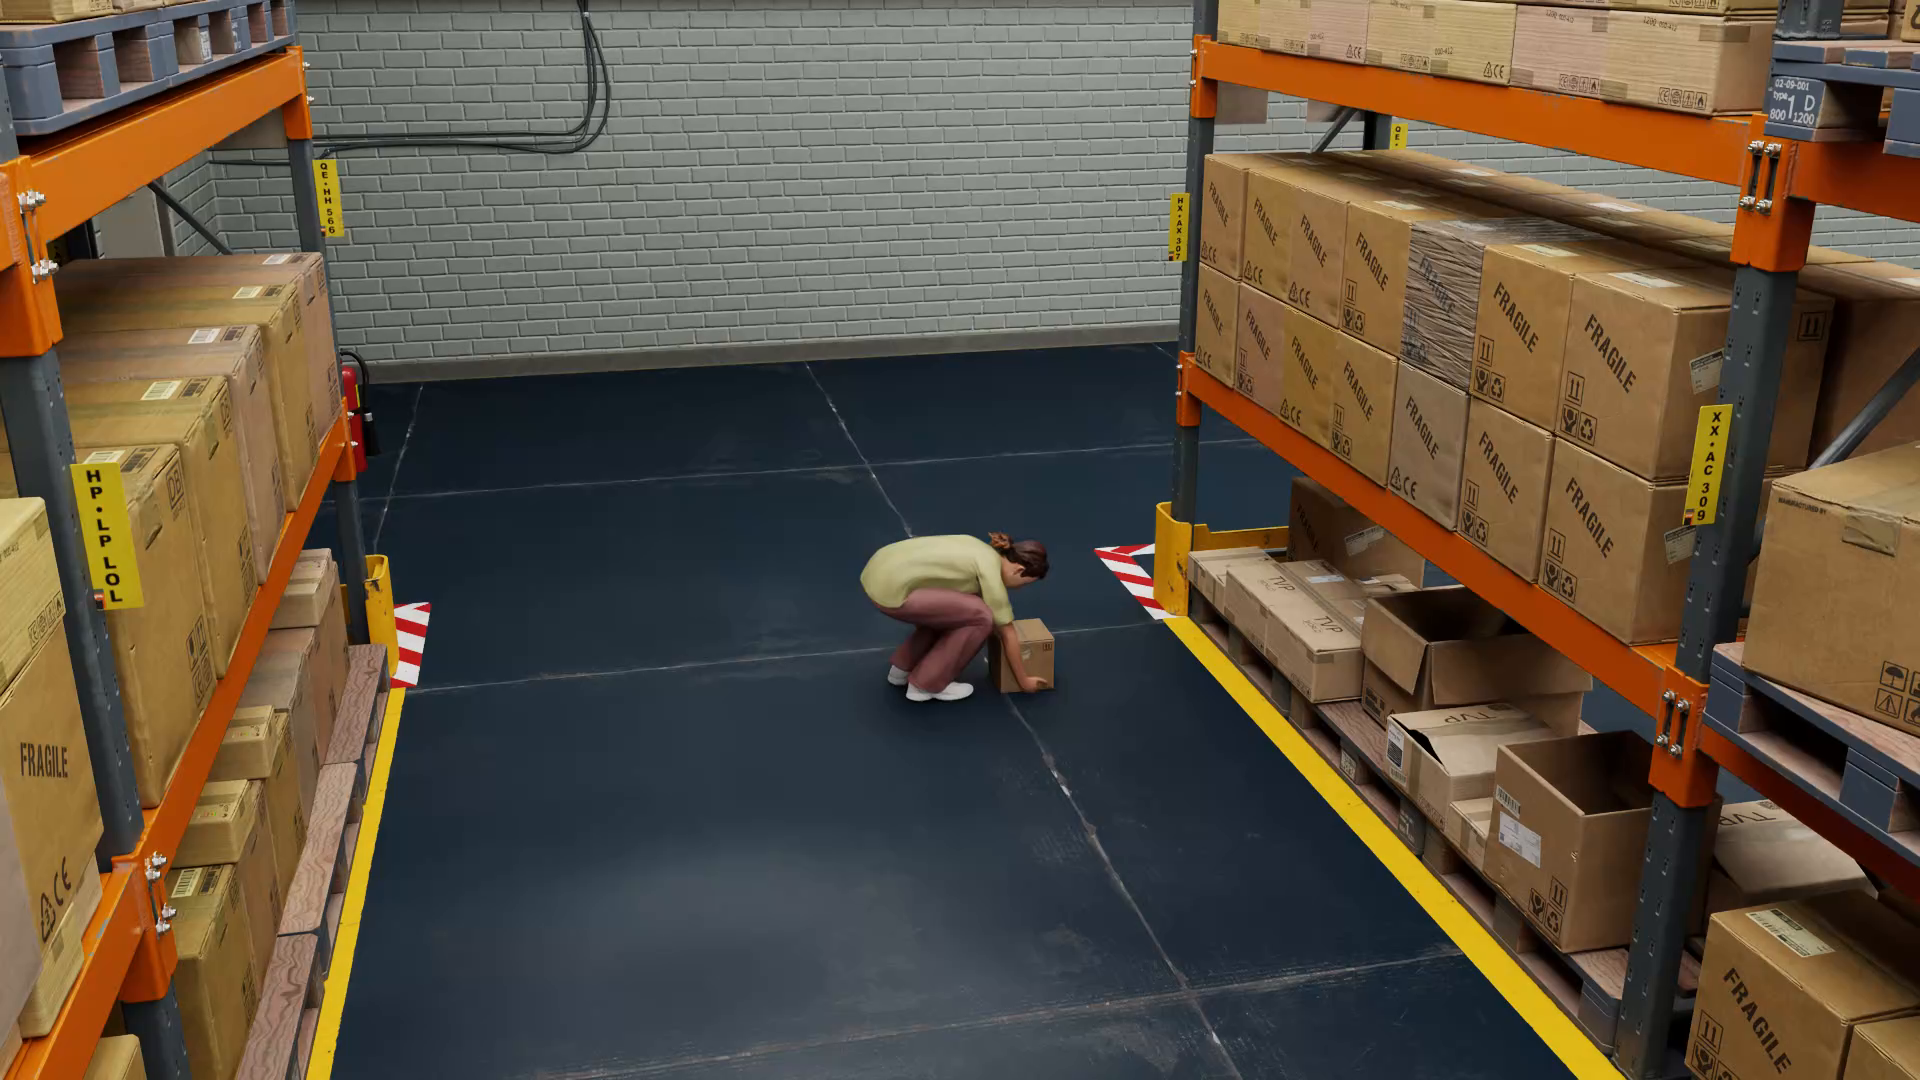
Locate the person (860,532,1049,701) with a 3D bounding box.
[{"bbox_3d":[-0.017,0.333,7.555,0.867,0.754,0.455,-5,20,-14],"label":"person"}]
